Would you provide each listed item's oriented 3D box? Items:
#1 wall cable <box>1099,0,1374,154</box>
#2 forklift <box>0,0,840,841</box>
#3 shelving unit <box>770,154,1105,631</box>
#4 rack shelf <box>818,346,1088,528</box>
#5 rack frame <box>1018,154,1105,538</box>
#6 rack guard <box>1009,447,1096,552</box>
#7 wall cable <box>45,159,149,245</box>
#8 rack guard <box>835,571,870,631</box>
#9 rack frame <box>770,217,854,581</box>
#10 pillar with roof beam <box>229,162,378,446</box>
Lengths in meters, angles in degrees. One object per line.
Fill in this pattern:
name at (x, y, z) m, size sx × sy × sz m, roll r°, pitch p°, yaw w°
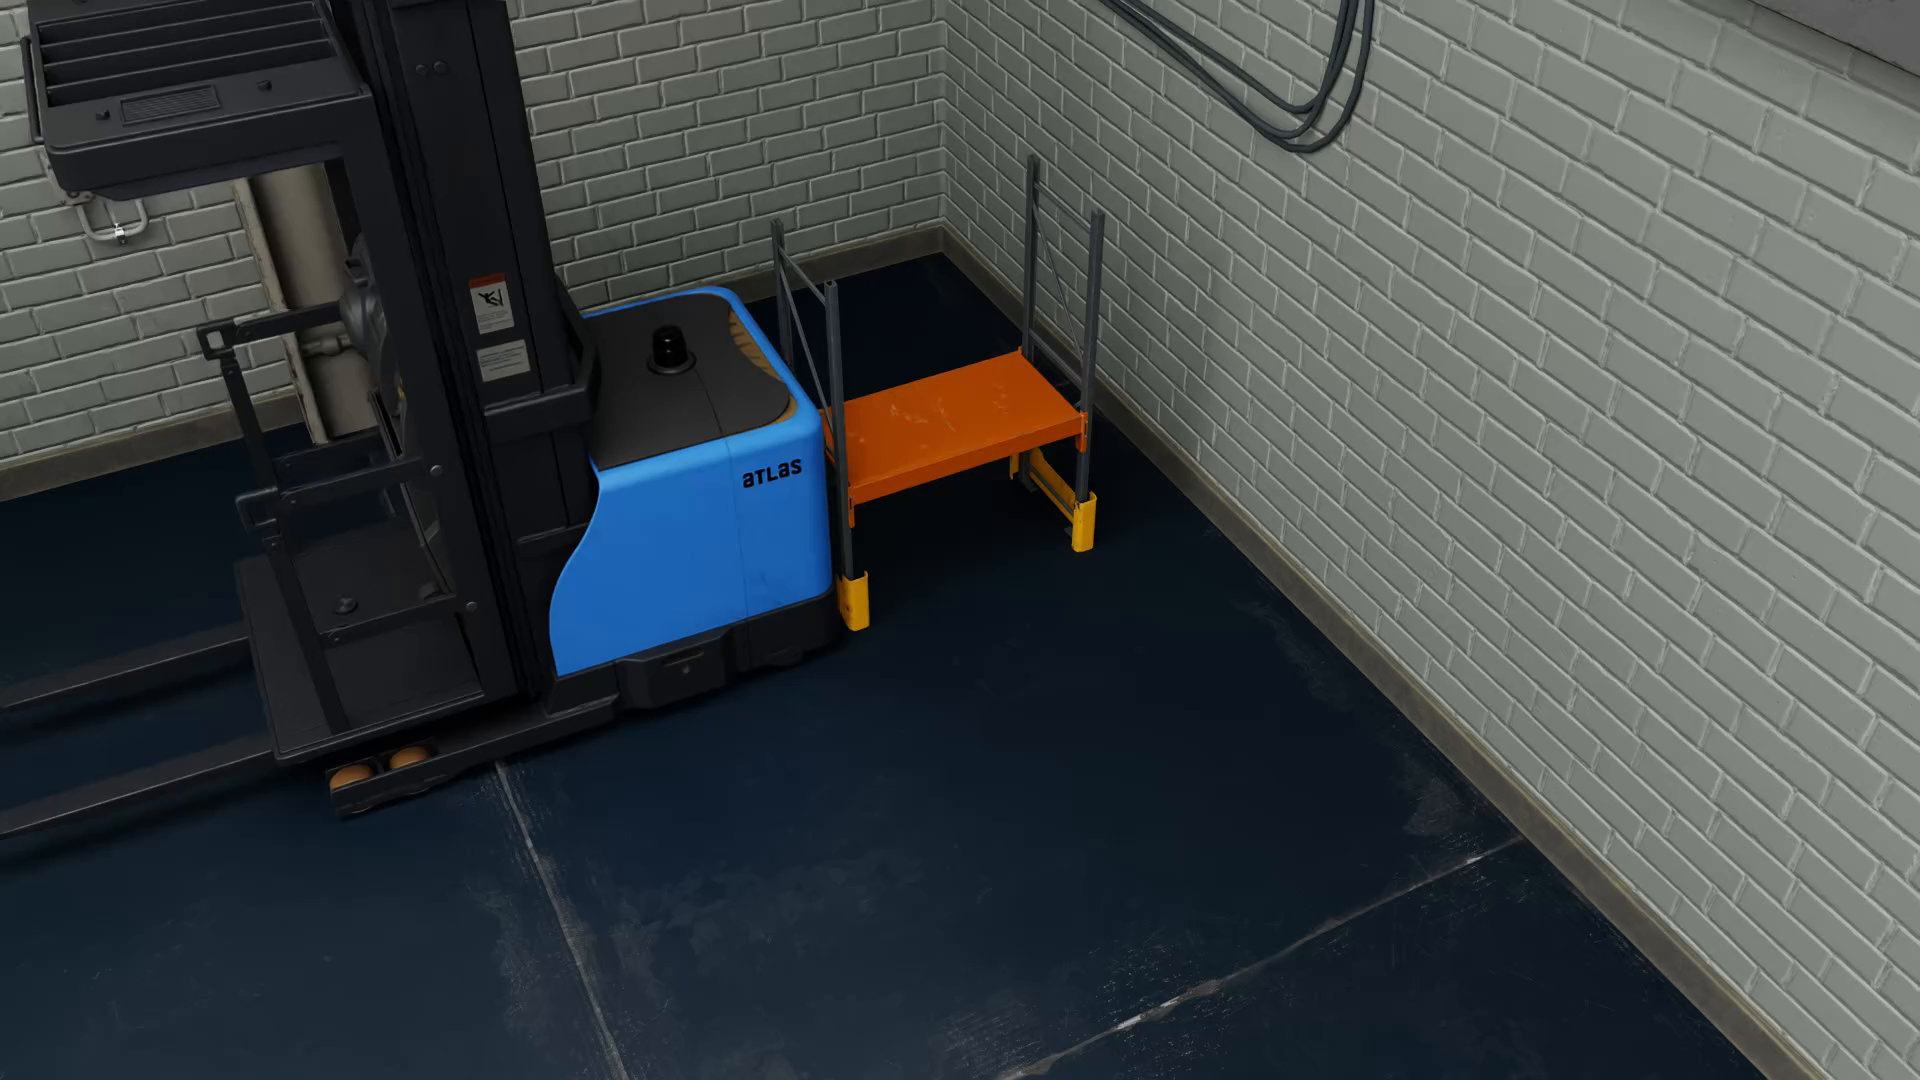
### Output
wall cable at (0.513, -2.951, 5.674) m, size 0.112 × 2.526 × 3.097 m, roll -19°, pitch 44°, yaw -21°
forklift at (-2.009, -0.582, 5.169) m, size 3.031 × 2.935 × 1.130 m, roll -17°, pitch 43°, yaw -19°
shelving unit at (-0.068, -0.550, 6.239) m, size 1.083 × 1.500 × 0.587 m, roll -19°, pitch 44°, yaw -21°
rack shelf at (-0.076, -0.410, 6.352) m, size 1.000 × 0.185 × 0.538 m, roll -19°, pitch 44°, yaw -21°
rack frame at (0.375, -0.699, 6.415) m, size 0.032 × 1.500 × 0.500 m, roll -19°, pitch 44°, yaw -21°
rack guard at (0.374, -0.221, 6.818) m, size 0.087 × 0.250 × 0.587 m, roll -19°, pitch 44°, yaw -21°
wall cable at (-3.970, -1.675, 5.620) m, size 1.851 × 1.984 × 0.084 m, roll -19°, pitch 44°, yaw -21°
rack guard at (-0.509, 0.076, 6.467) m, size 0.087 × 0.250 × 0.587 m, roll -19°, pitch 44°, yaw -21°
rack frame at (-0.527, -0.395, 6.056) m, size 0.032 × 1.500 × 0.500 m, roll -19°, pitch 44°, yaw -21°
pillar with roof beam at (-0.685, -1.487, 1.542) m, size 0.400 × 9.000 × 9.100 m, roll -19°, pitch 44°, yaw -21°
